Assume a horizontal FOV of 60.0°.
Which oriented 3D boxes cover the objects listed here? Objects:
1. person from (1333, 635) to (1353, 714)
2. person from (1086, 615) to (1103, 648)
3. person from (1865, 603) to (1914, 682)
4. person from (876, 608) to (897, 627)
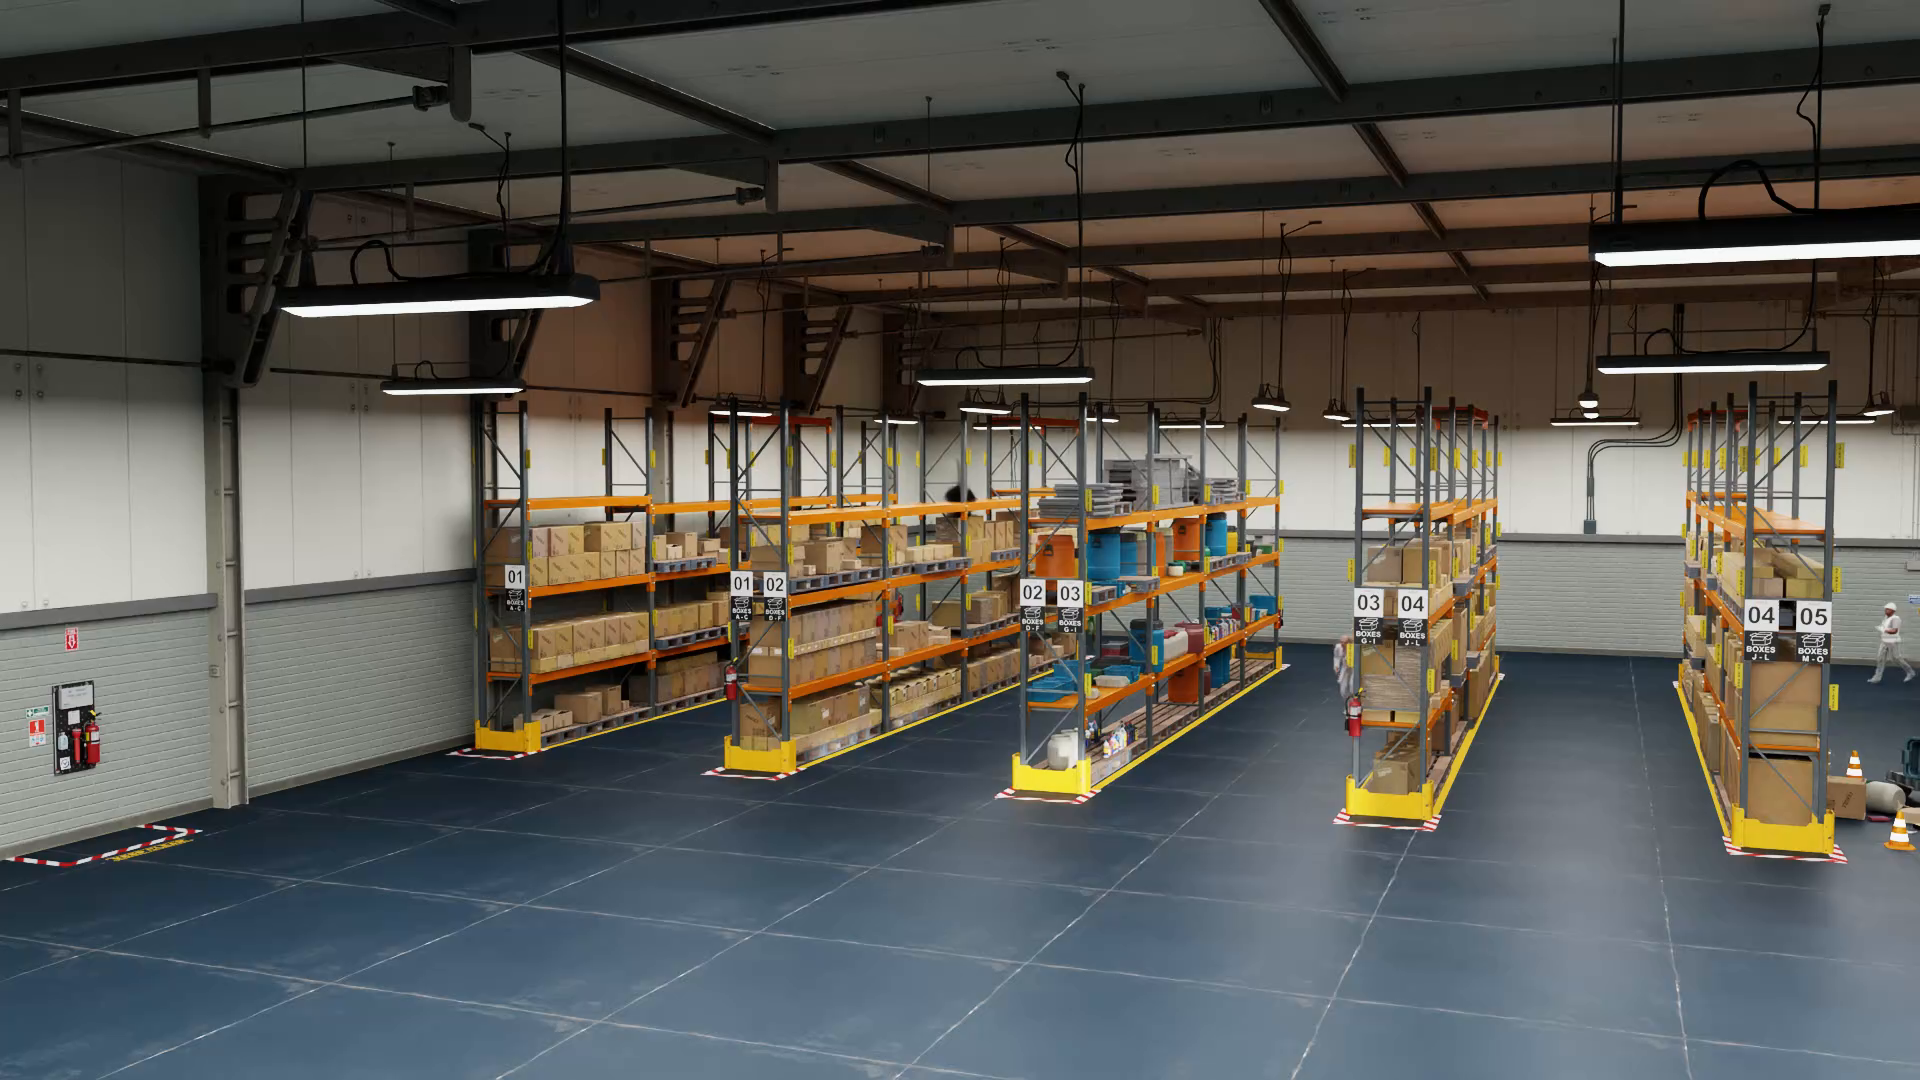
[{"bbox_3d":[7.668,2.630,32.533,0.740,1.594,0.879,2,3,35],"label":"person"},{"bbox_3d":[3.444,1.995,43.302,0.664,1.833,0.759,-1,3,-26],"label":"person"},{"bbox_3d":[20.618,2.284,36.877,0.998,1.768,0.686,0,3,6],"label":"person"},{"bbox_3d":[-1.718,2.329,37.927,0.669,1.667,0.639,0,3,8],"label":"person"}]
